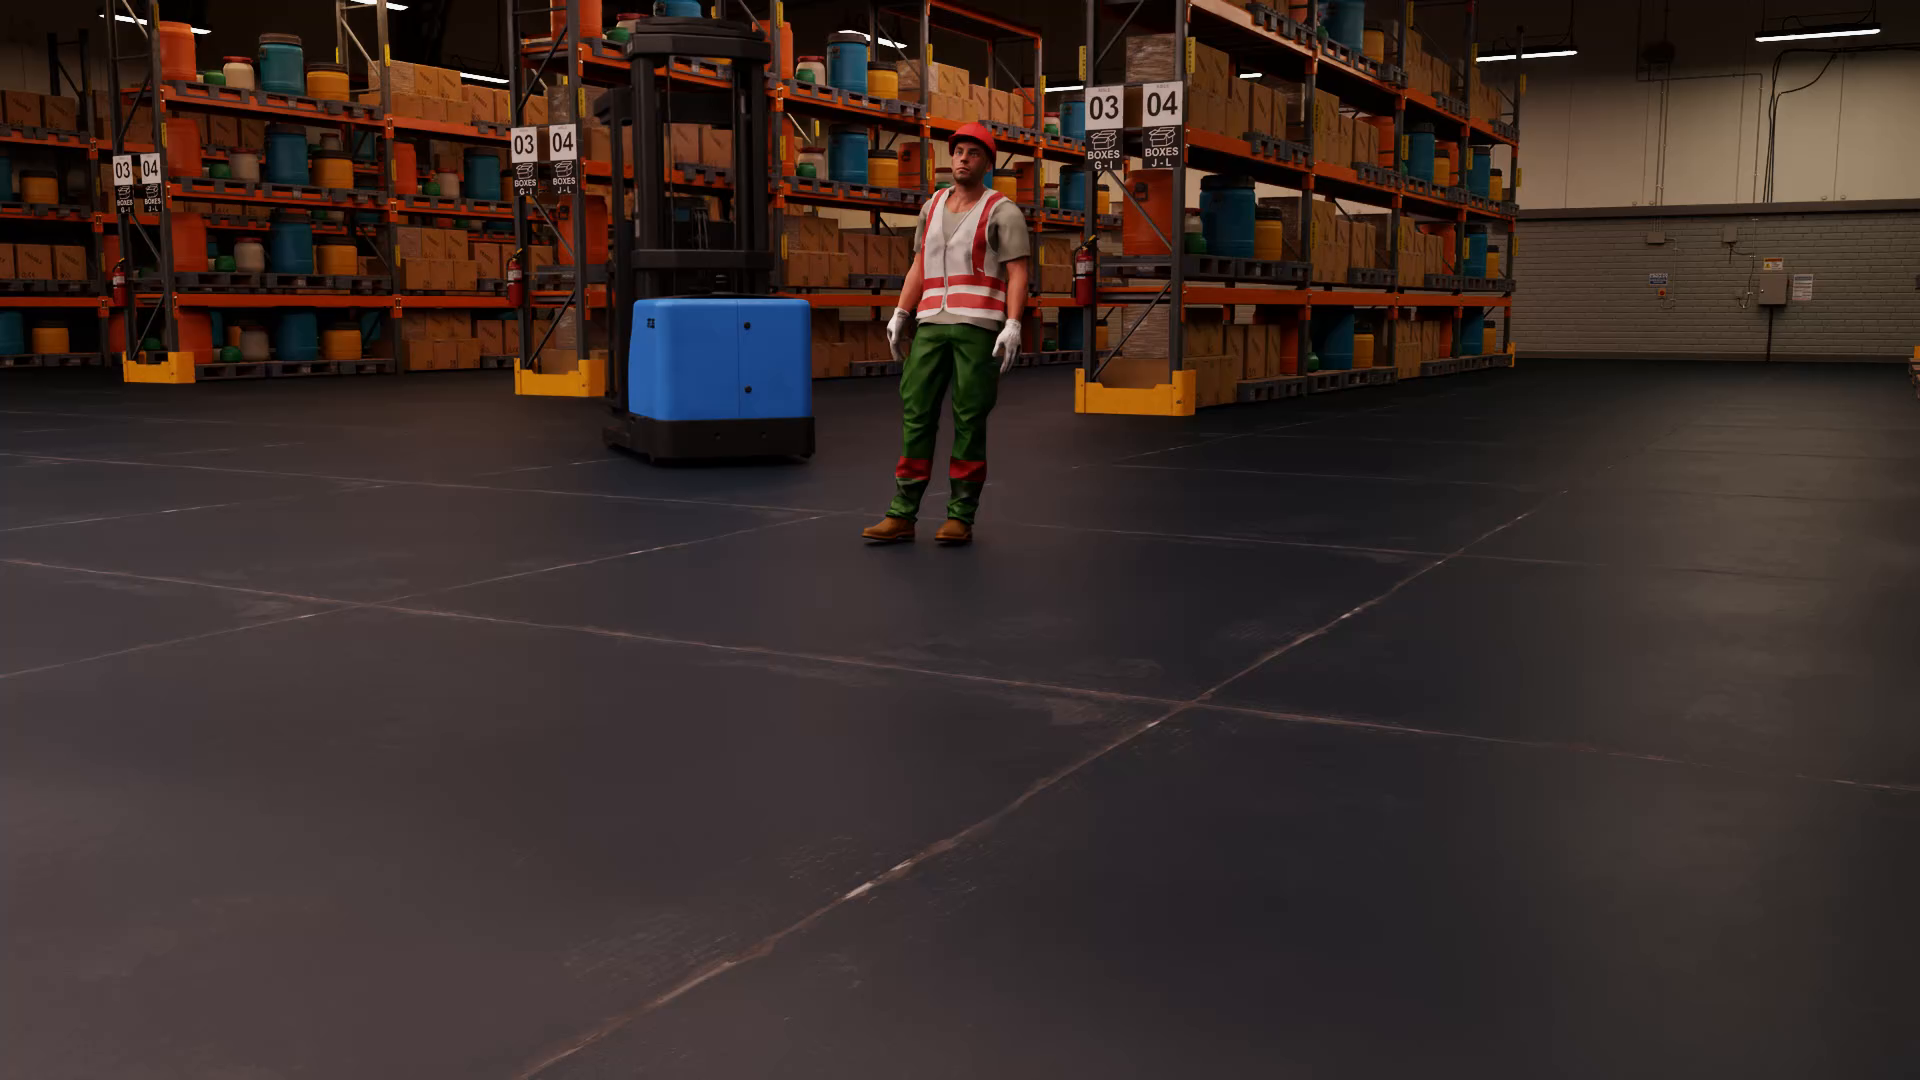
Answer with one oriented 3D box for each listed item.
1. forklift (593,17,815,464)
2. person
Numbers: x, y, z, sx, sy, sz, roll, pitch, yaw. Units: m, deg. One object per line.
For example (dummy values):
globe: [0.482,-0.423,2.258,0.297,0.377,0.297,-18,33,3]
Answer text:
forklift: [-1.971,-2.110,11.884,1.130,2.935,3.031,-3,8,-22]
person: [-0.050,-0.885,7.126,0.637,1.790,0.562,4,9,29]
